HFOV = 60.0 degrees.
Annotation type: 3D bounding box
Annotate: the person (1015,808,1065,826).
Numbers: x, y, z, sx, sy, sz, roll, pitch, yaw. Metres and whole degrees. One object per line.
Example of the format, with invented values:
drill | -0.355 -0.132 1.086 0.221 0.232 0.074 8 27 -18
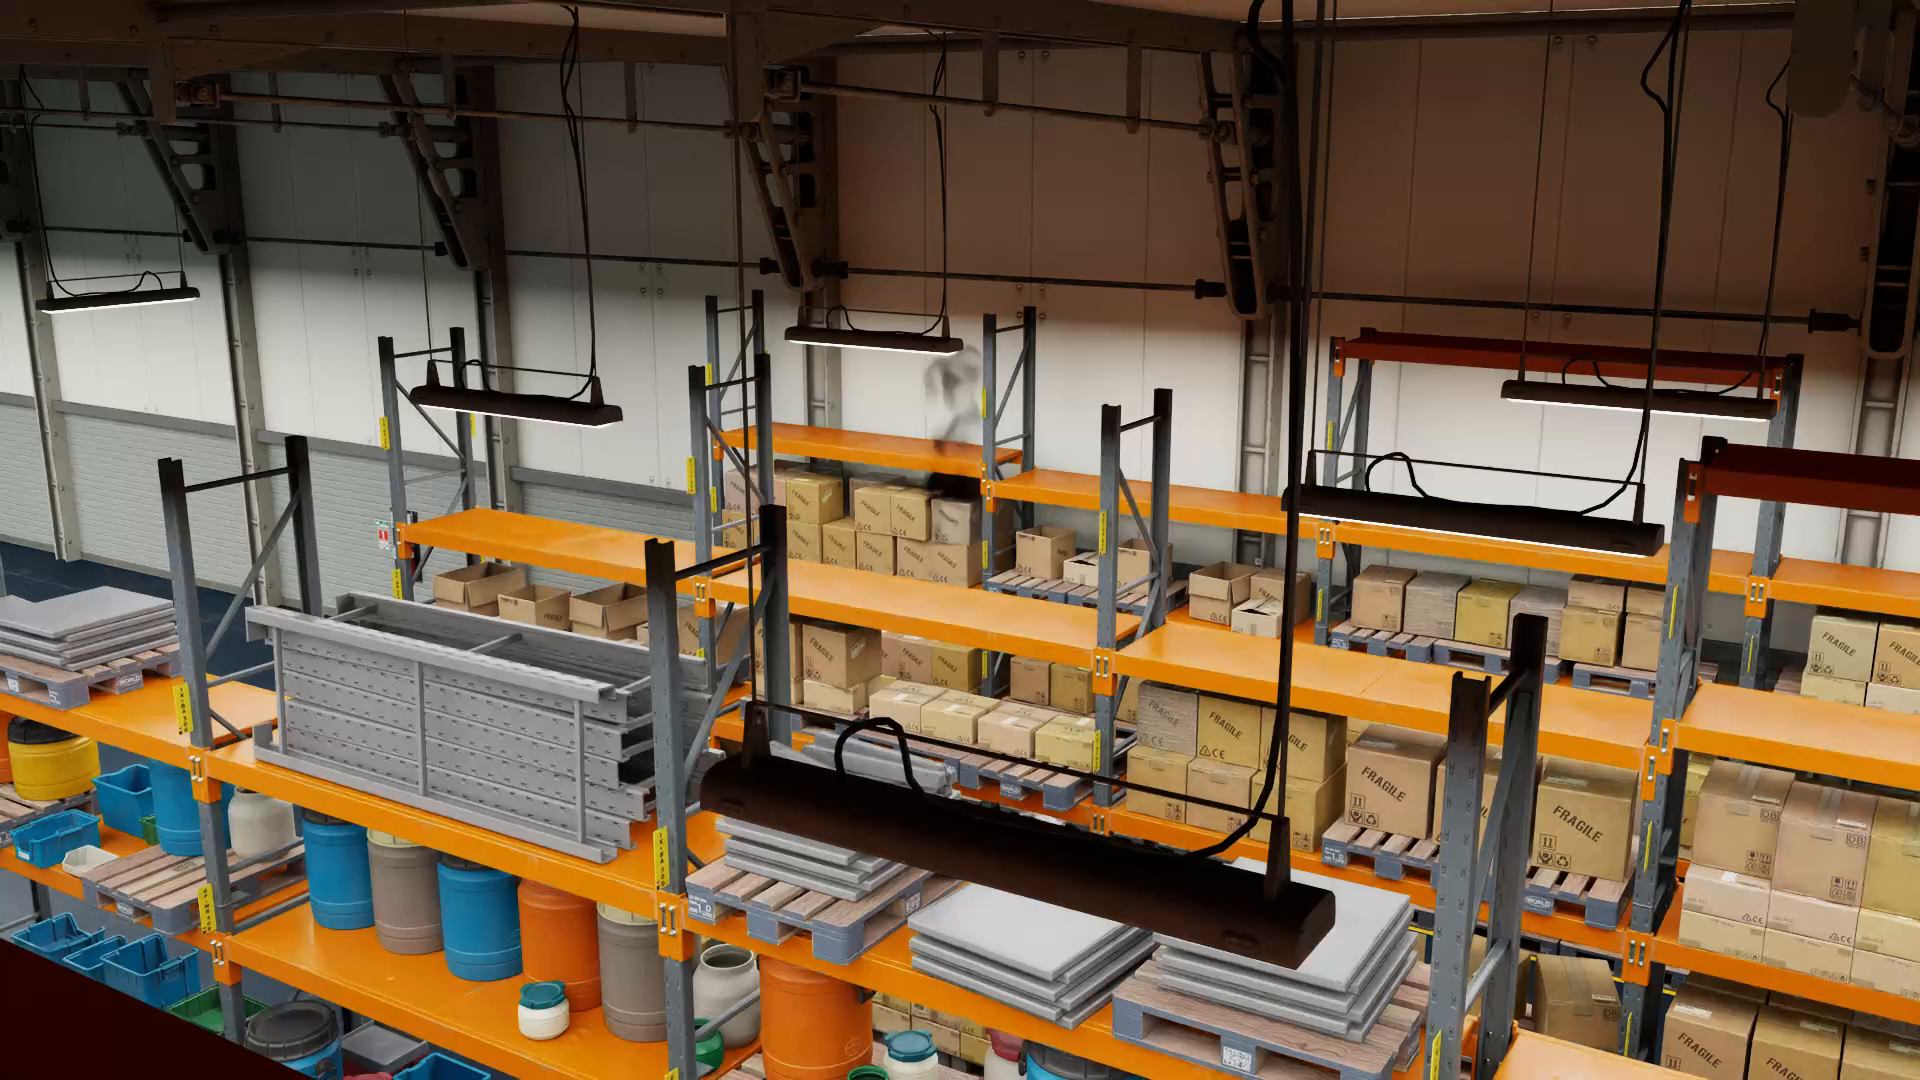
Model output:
person | 0.865 3.114 17.193 0.815 1.710 0.678 6 15 24
